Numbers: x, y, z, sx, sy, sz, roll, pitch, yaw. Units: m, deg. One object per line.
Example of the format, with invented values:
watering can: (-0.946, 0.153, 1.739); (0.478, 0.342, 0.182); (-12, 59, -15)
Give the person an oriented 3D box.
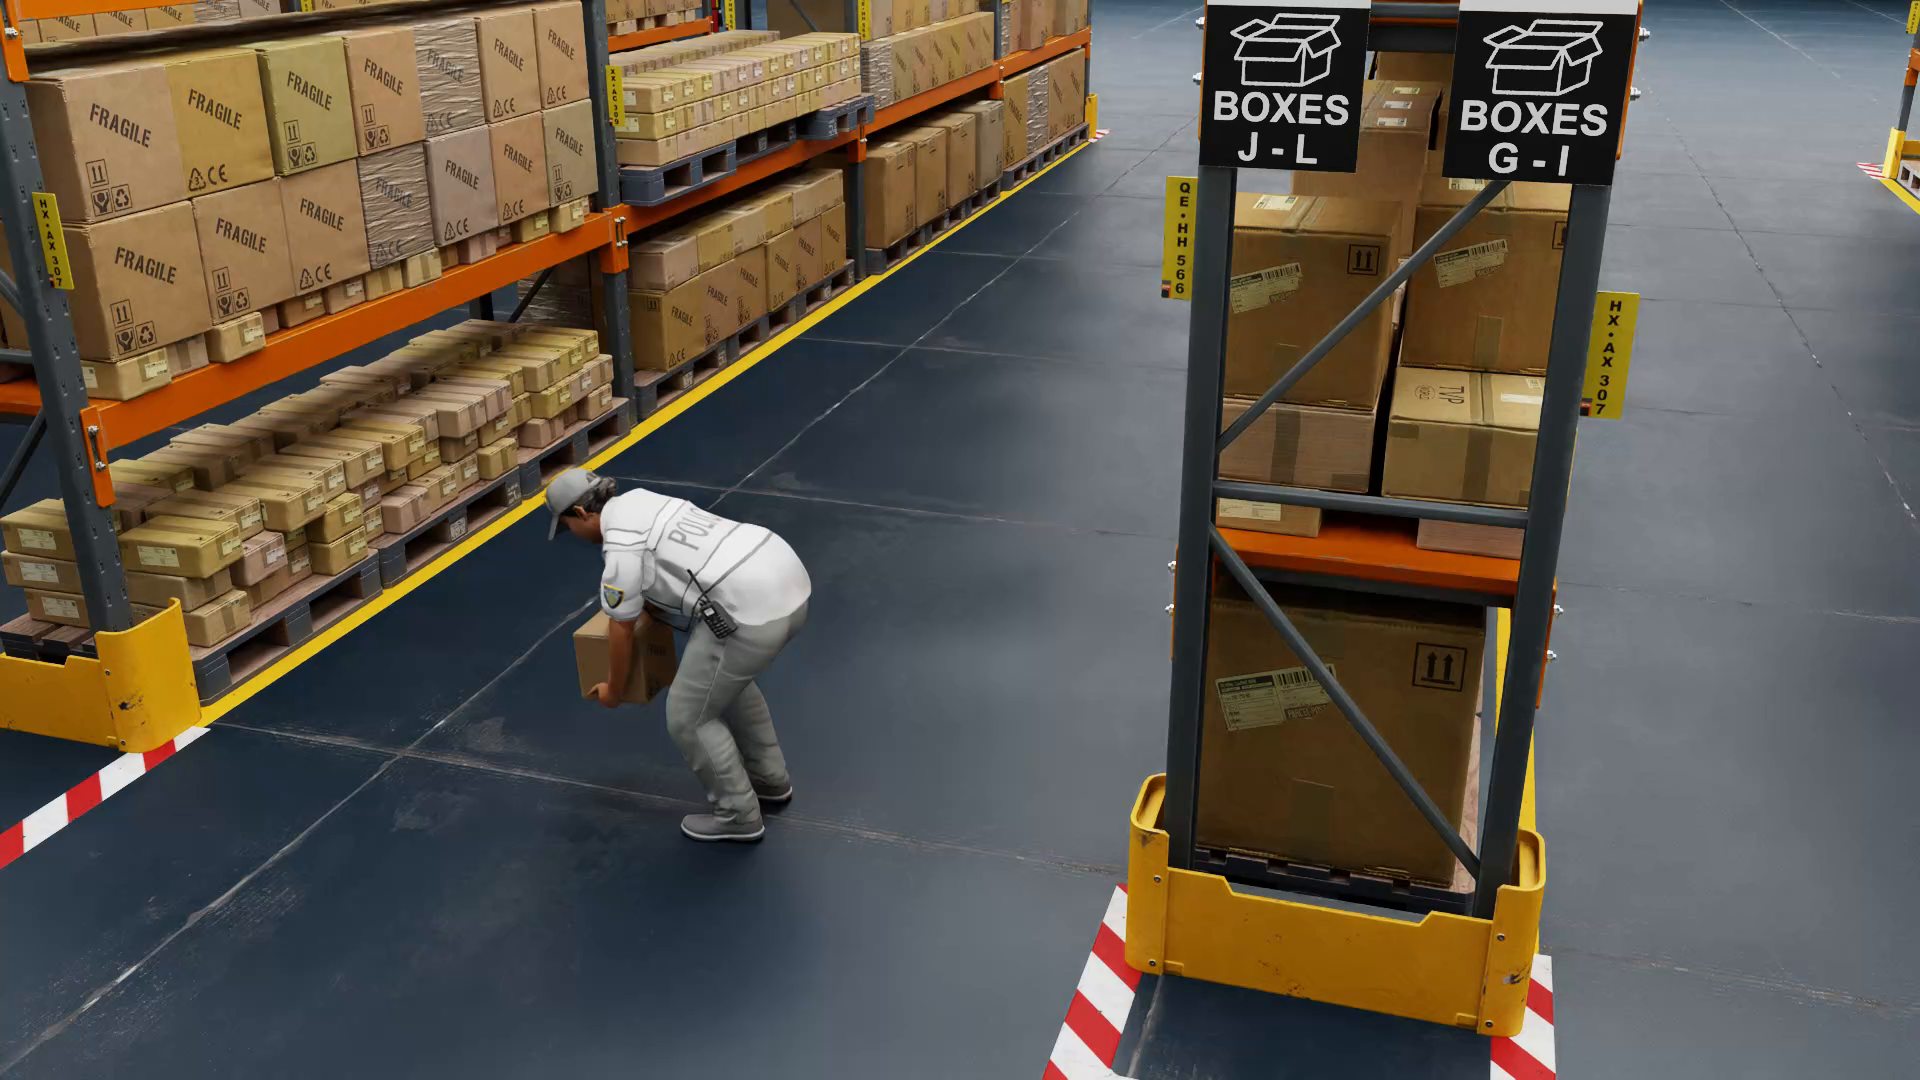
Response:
person: (-0.964, 0.374, 5.714); (0.870, 1.258, 0.474); (6, 23, 14)
